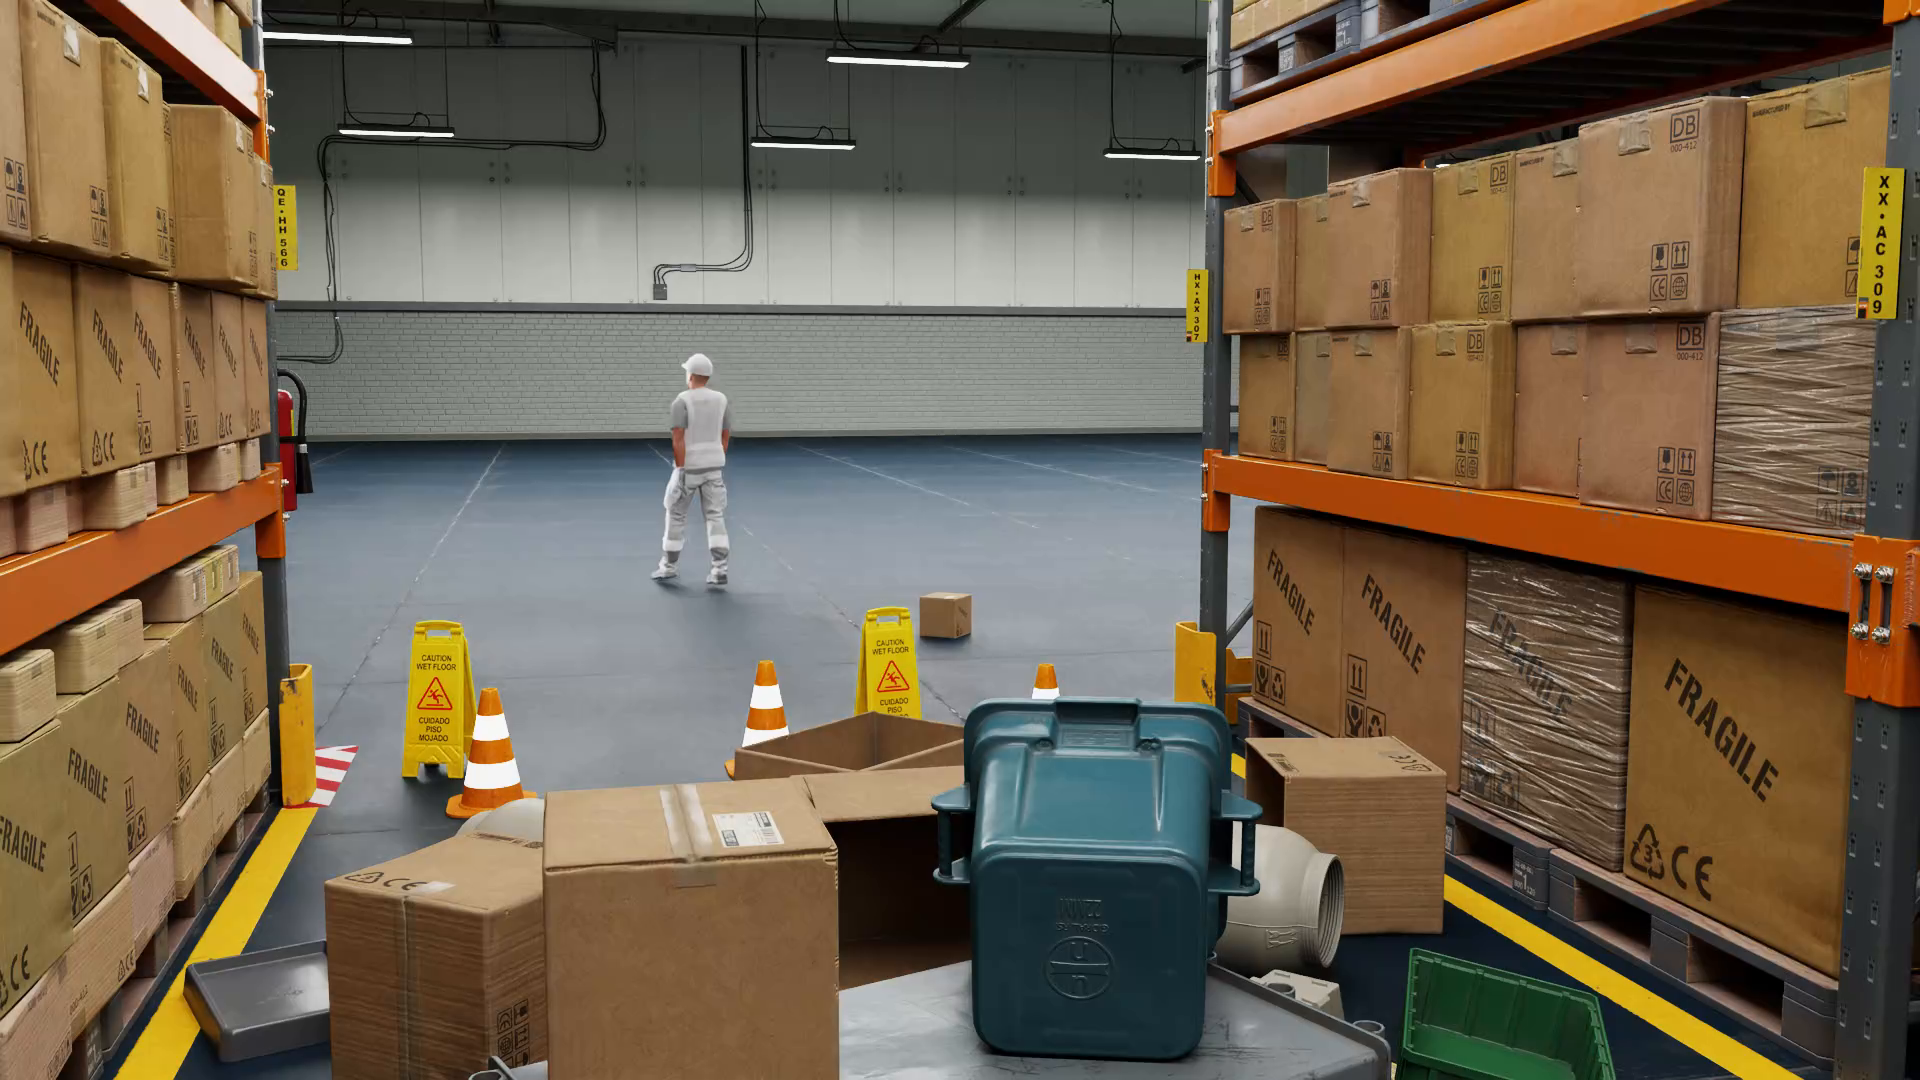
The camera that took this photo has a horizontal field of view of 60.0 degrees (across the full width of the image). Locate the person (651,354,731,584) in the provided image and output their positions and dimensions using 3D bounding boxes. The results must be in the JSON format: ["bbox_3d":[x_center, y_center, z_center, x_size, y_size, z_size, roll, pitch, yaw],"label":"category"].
[{"bbox_3d":[-2.055,-0.553,12.835,0.550,1.758,0.902,-4,7,-34],"label":"person"}]
